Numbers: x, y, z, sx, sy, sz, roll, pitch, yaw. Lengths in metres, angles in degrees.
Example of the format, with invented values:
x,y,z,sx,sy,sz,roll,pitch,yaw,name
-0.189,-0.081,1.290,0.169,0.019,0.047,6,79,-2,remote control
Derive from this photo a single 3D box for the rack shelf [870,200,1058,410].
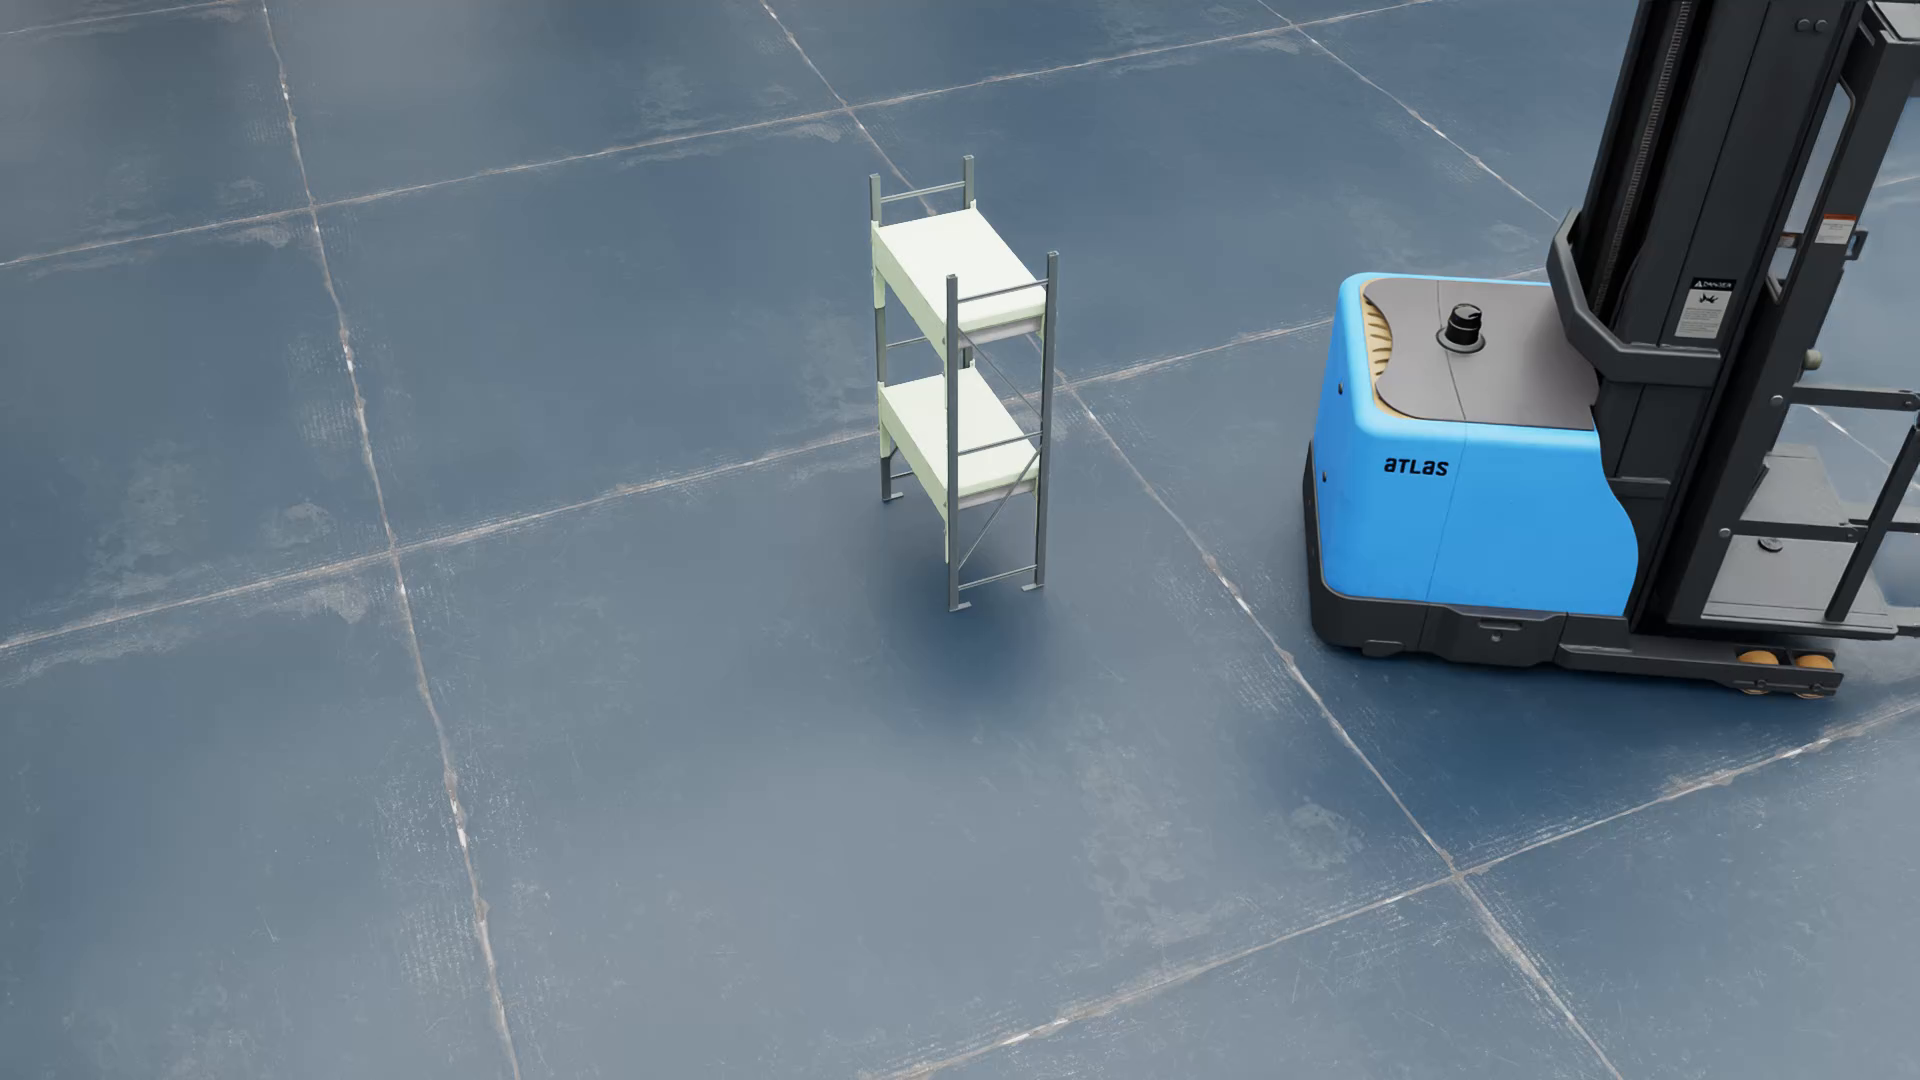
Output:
x,y,z,sx,sy,sz,roll,pitch,yaw,name
0.003,-0.861,6.002,0.431,0.370,0.720,-15,43,-17,rack shelf

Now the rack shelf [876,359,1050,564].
x,y,z,sx,sy,sz,roll,pitch,yaw,name
0.003,-0.317,6.469,0.431,0.370,0.720,-15,43,-17,rack shelf

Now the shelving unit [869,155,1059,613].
x,y,z,sx,sy,sz,roll,pitch,yaw,name
0.003,-0.565,6.256,0.431,1.500,0.755,-15,43,-17,shelving unit

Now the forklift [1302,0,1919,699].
x,y,z,sx,sy,sz,roll,pitch,yaw,name
2.879,-0.899,5.548,3.031,2.935,1.130,4,41,5,forklift

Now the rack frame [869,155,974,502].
x,y,z,sx,sy,sz,roll,pitch,yaw,name
-0.137,-0.785,6.513,0.400,1.500,0.023,-15,43,-17,rack frame

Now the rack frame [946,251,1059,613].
x,y,z,sx,sy,sz,roll,pitch,yaw,name
0.143,-0.344,6.000,0.400,1.500,0.023,-15,43,-17,rack frame
